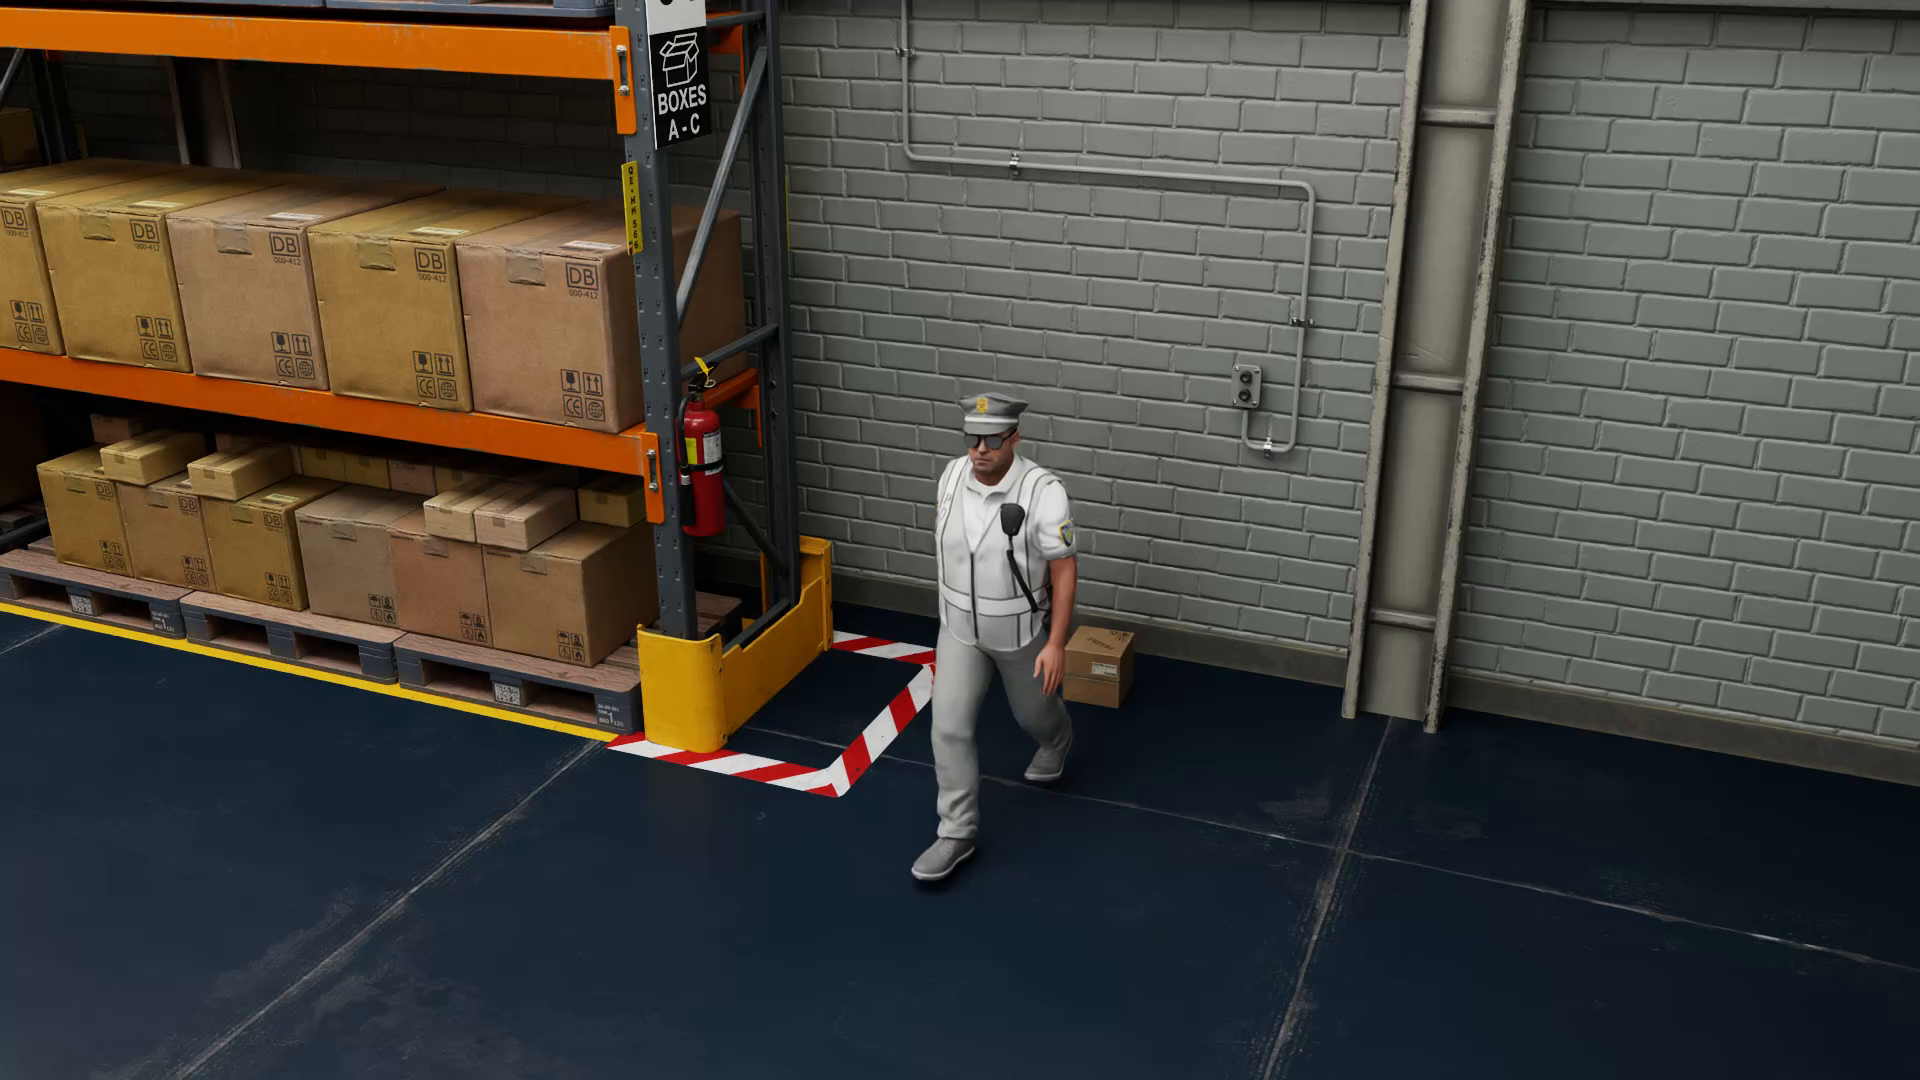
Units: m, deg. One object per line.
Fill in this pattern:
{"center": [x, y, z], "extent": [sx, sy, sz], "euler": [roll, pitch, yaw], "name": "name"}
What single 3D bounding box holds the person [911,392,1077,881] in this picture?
{"center": [0.164, 0.271, 5.900], "extent": [0.557, 1.722, 1.034], "euler": [9, 24, 22], "name": "person"}
